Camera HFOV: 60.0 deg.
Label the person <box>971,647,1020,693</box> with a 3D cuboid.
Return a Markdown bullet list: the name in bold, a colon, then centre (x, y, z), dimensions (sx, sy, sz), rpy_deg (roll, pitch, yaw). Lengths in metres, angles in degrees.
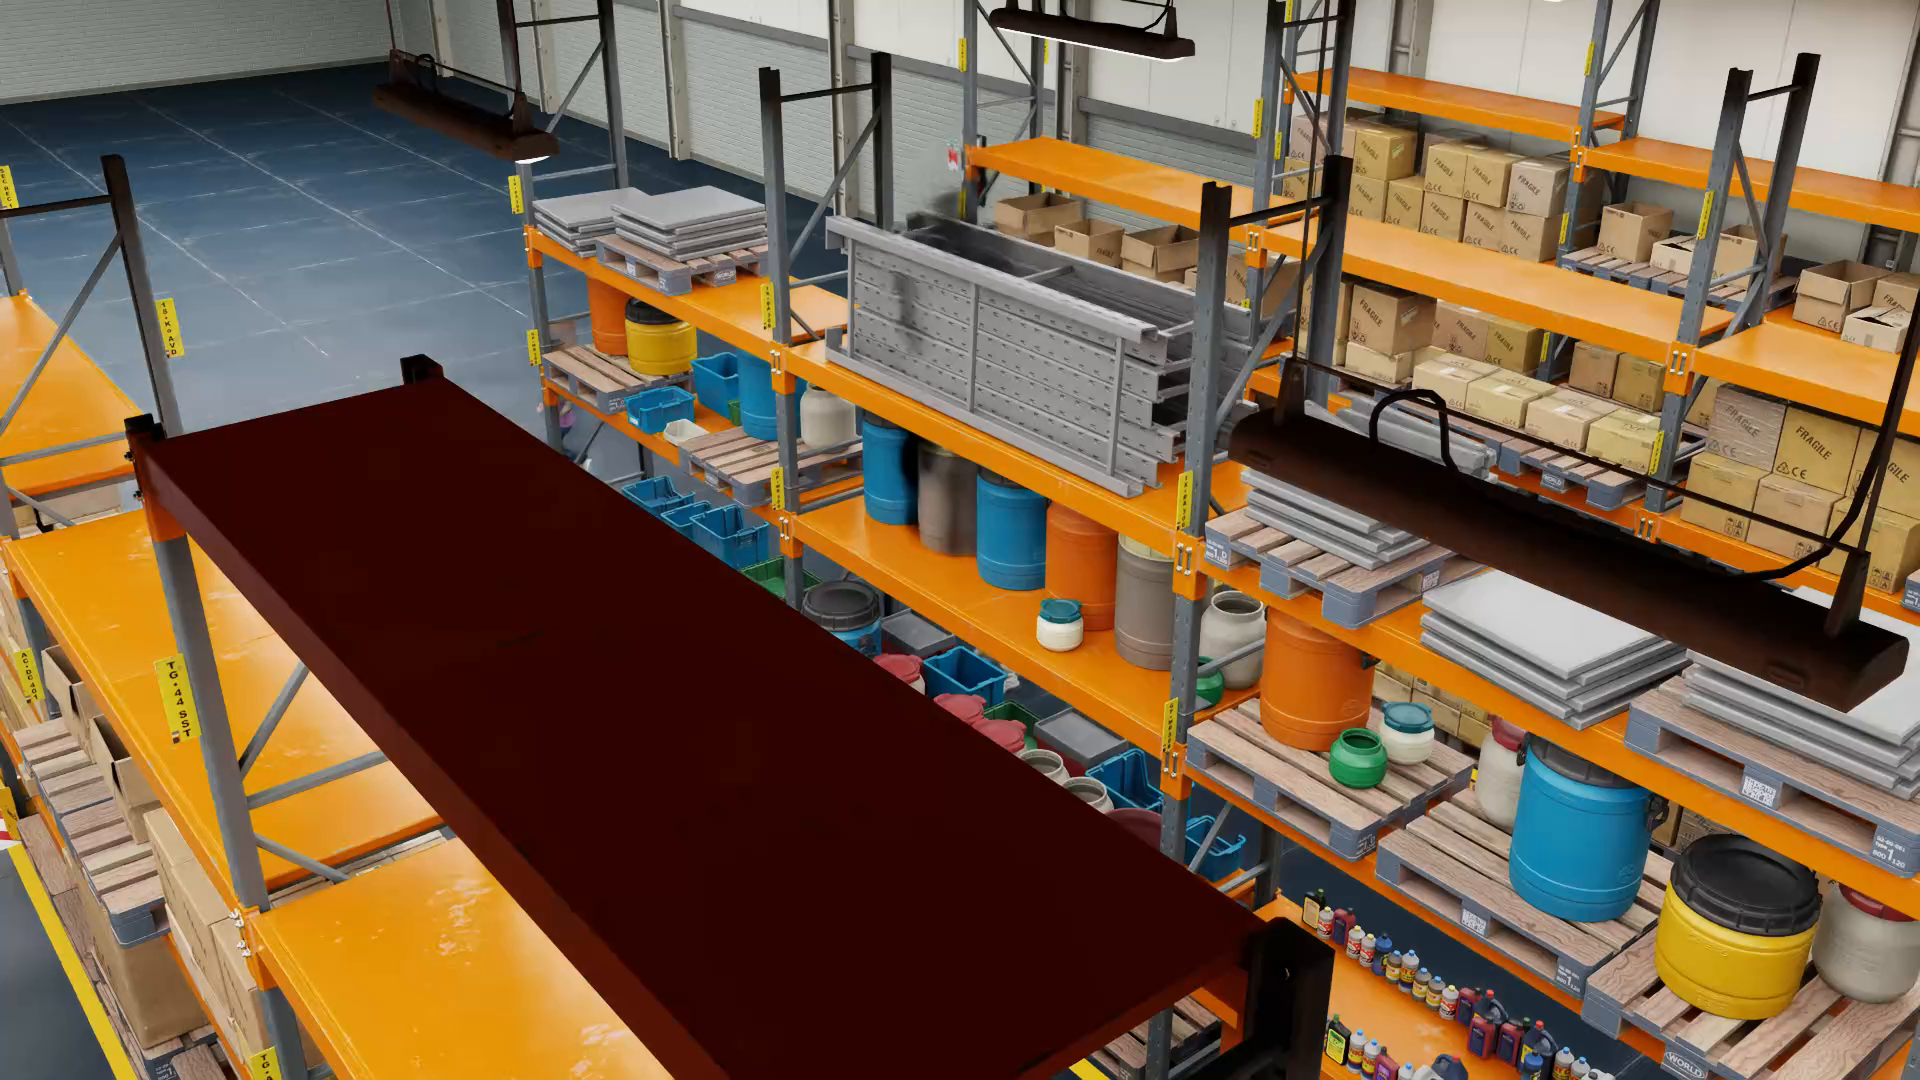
- **person**: centre (0.259, 0.459, 14.615), dimensions (0.700, 1.837, 0.863), rpy_deg (-23, 34, -39)

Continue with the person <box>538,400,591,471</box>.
- **person**: centre (-4.619, -1.378, 19.330), dimensions (0.560, 1.550, 0.532), rpy_deg (-4, 26, -9)
